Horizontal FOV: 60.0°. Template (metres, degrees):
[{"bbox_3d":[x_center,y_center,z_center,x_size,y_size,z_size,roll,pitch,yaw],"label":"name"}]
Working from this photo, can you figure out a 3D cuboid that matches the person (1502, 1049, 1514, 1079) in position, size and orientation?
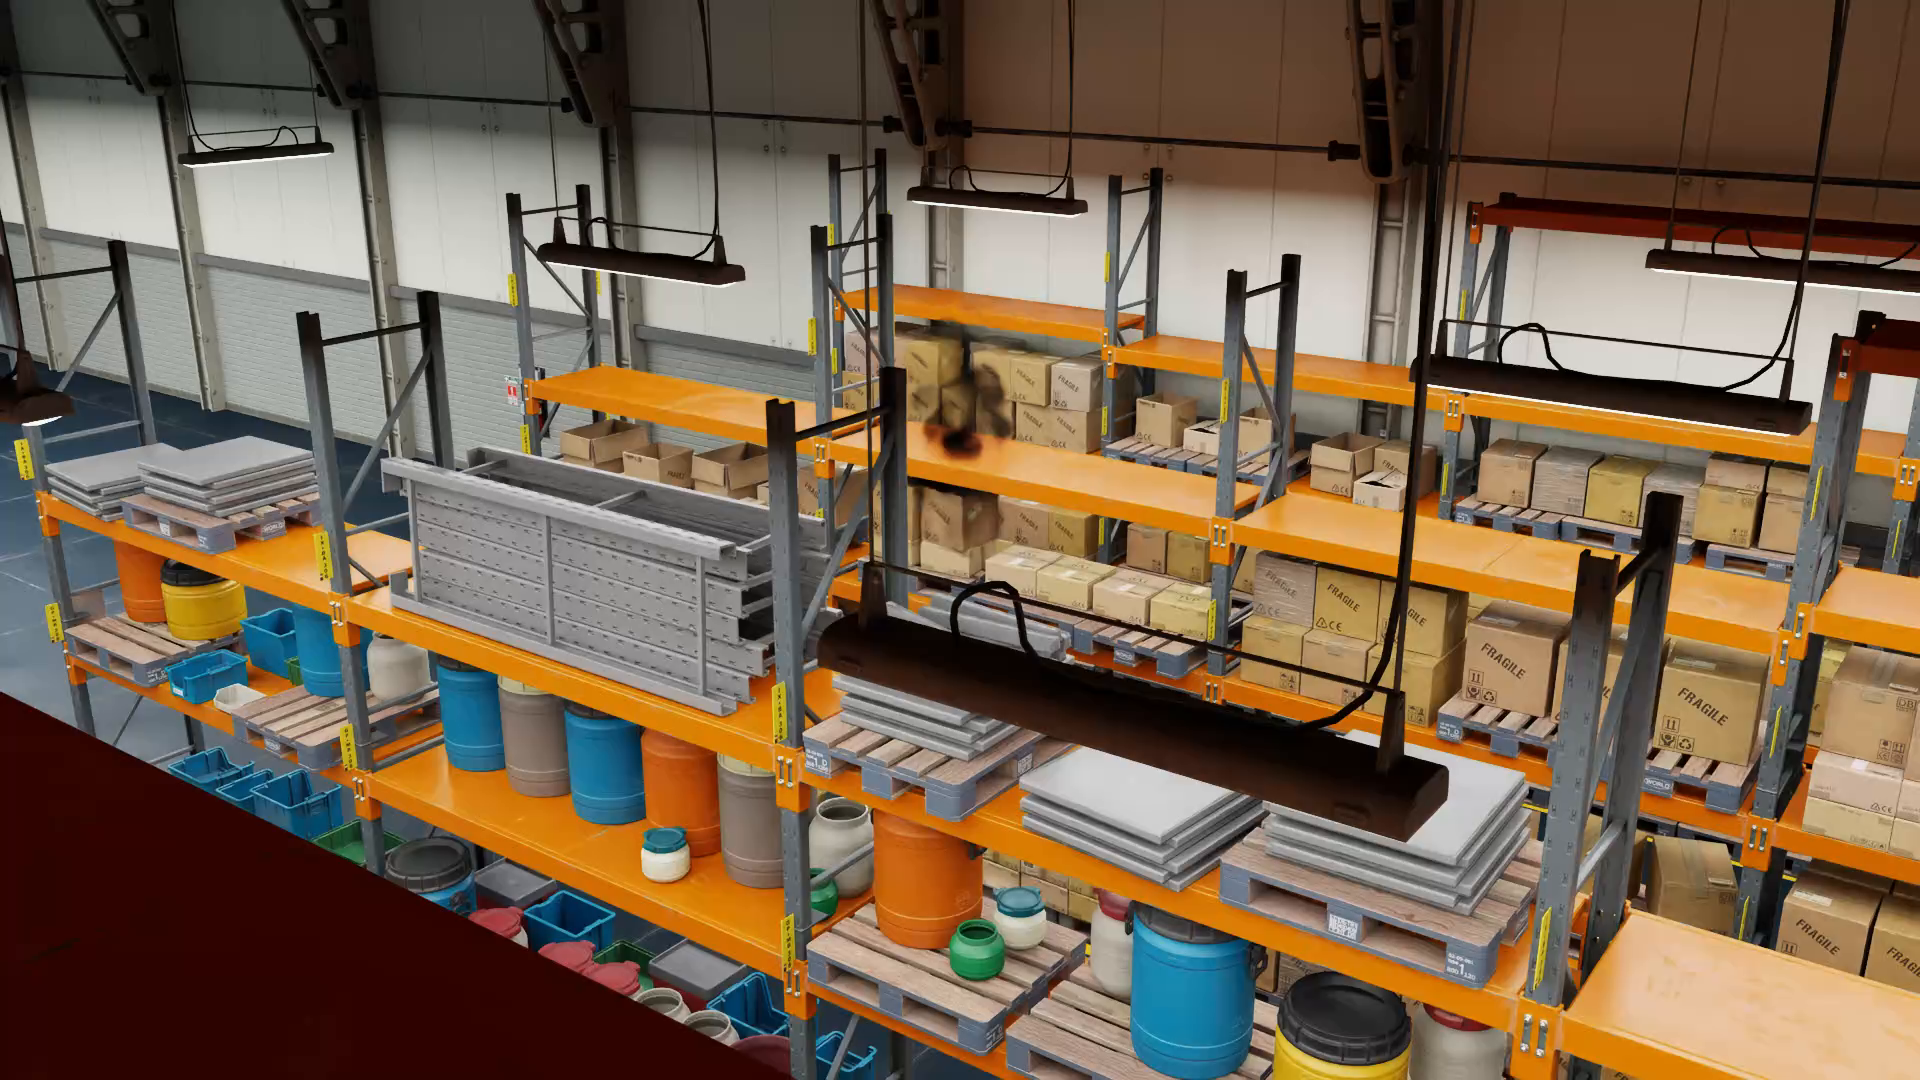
[{"bbox_3d":[3.359,3.969,10.578,0.950,1.654,0.574,7,20,21],"label":"person"}]
